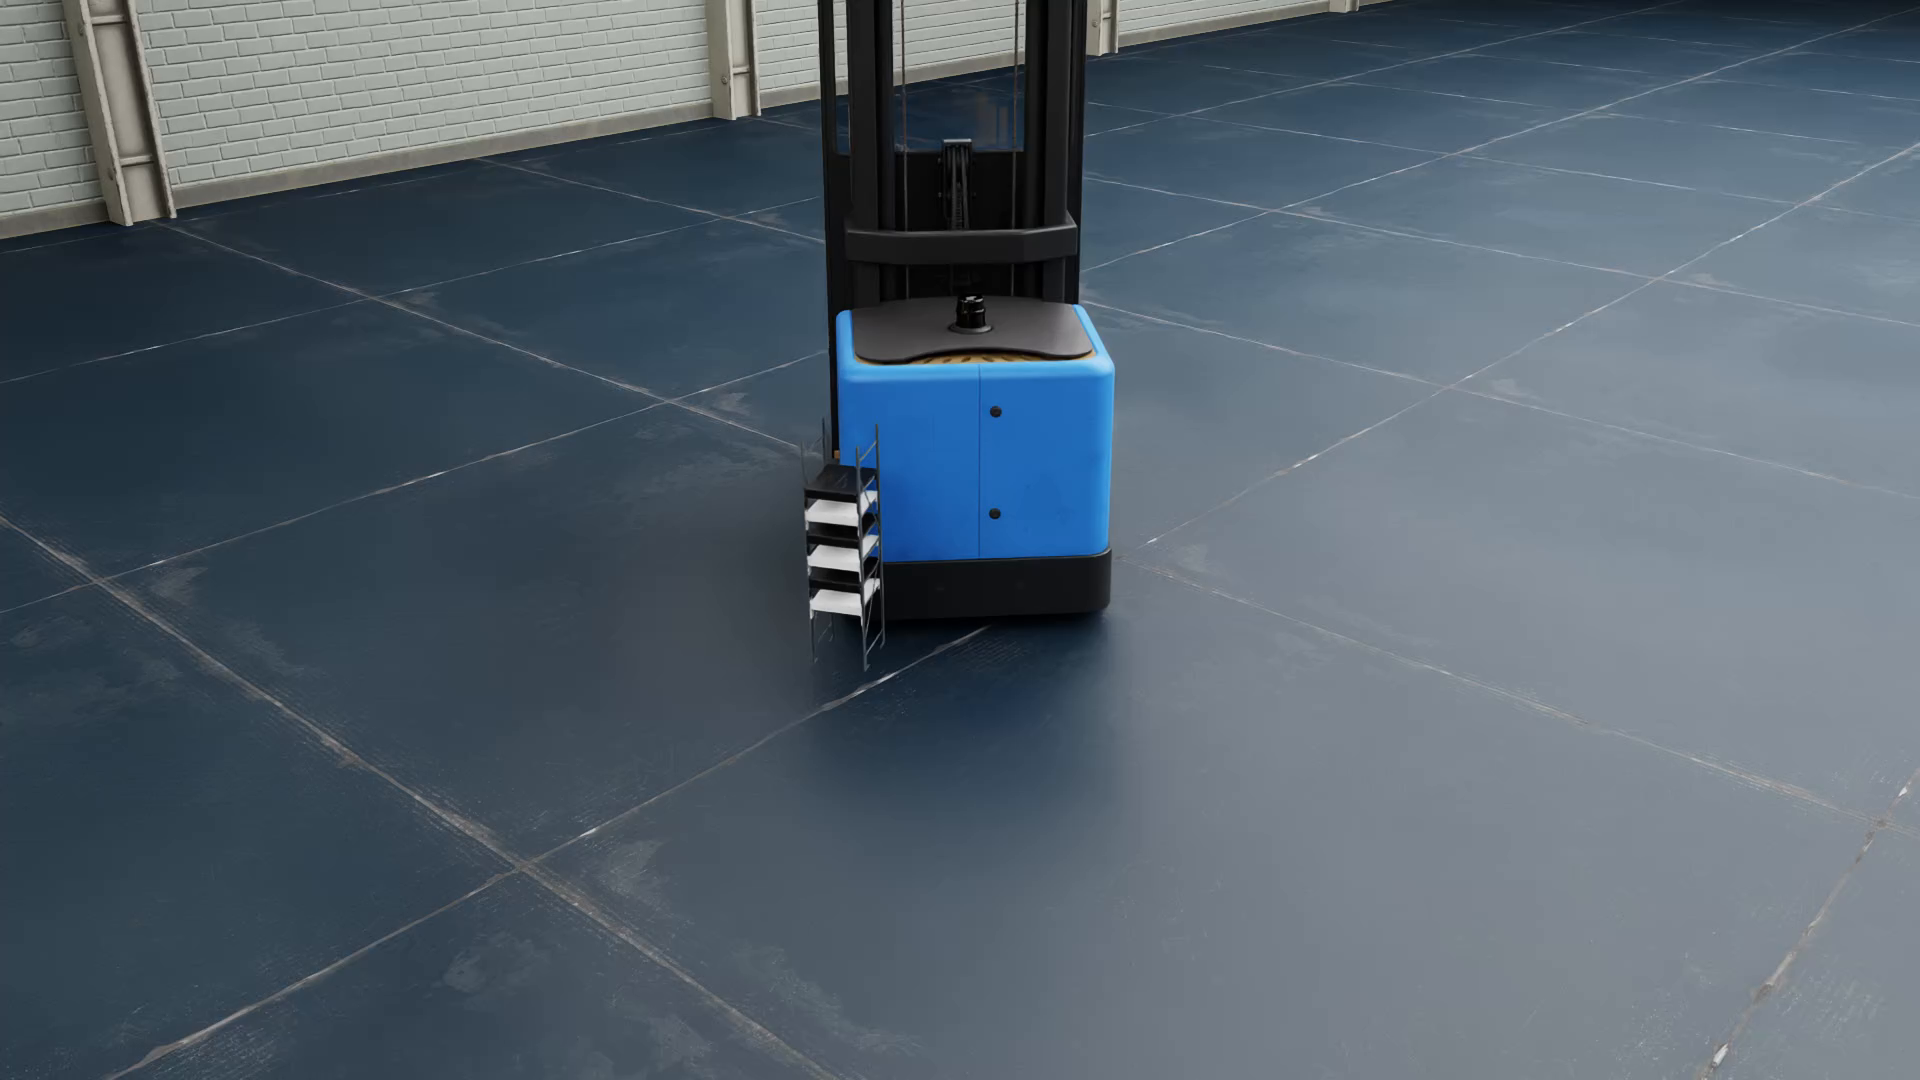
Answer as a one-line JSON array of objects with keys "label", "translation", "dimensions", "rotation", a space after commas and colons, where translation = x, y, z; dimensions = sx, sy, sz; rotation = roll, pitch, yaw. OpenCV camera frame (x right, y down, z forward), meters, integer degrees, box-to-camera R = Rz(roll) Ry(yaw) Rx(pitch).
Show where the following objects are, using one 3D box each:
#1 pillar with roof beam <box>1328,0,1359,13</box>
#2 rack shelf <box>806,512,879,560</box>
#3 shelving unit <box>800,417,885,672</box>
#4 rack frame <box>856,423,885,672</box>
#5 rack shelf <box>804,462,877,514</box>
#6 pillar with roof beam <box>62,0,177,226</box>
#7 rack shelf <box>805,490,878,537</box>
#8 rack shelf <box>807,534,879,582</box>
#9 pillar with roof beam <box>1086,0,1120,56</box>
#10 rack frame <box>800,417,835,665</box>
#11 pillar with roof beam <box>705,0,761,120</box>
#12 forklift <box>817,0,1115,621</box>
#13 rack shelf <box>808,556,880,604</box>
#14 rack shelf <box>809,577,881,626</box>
[{"label": "pillar with roof beam", "translation": [8.955, -10.880, 20.517], "dimensions": [9.100, 9.000, 0.400], "rotation": [20, 31, 38]}, {"label": "rack shelf", "translation": [-0.422, -0.028, 6.063], "dimensions": [0.200, 0.077, 0.258], "rotation": [7, 27, 14]}, {"label": "shelving unit", "translation": [-0.422, 0.023, 6.088], "dimensions": [0.210, 0.900, 0.258], "rotation": [7, 27, 14]}, {"label": "rack frame", "translation": [-0.324, 0.035, 6.063], "dimensions": [0.006, 0.900, 0.240], "rotation": [7, 27, 14]}, {"label": "rack shelf", "translation": [-0.424, -0.190, 5.985], "dimensions": [0.200, 0.077, 0.258], "rotation": [7, 27, 14]}, {"label": "pillar with roof beam", "translation": [-3.058, -5.396, 8.285], "dimensions": [9.100, 9.000, 0.400], "rotation": [20, 31, 38]}, {"label": "rack shelf", "translation": [-0.423, -0.109, 6.024], "dimensions": [0.200, 0.077, 0.258], "rotation": [7, 27, 14]}, {"label": "rack shelf", "translation": [-0.422, 0.053, 6.102], "dimensions": [0.200, 0.077, 0.258], "rotation": [7, 27, 14]}, {"label": "pillar with roof beam", "translation": [4.951, -9.052, 16.439], "dimensions": [9.100, 9.000, 0.400], "rotation": [20, 31, 38]}, {"label": "rack frame", "translation": [-0.520, 0.012, 6.113], "dimensions": [0.006, 0.900, 0.240], "rotation": [7, 27, 14]}, {"label": "pillar with roof beam", "translation": [0.946, -7.224, 12.362], "dimensions": [9.100, 9.000, 0.400], "rotation": [20, 31, 38]}, {"label": "forklift", "translation": [-0.052, -1.593, 7.220], "dimensions": [1.130, 2.935, 3.031], "rotation": [-2, 24, -4]}, {"label": "rack shelf", "translation": [-0.421, 0.134, 6.141], "dimensions": [0.200, 0.077, 0.258], "rotation": [7, 27, 14]}, {"label": "rack shelf", "translation": [-0.421, 0.215, 6.181], "dimensions": [0.200, 0.077, 0.258], "rotation": [7, 27, 14]}]
